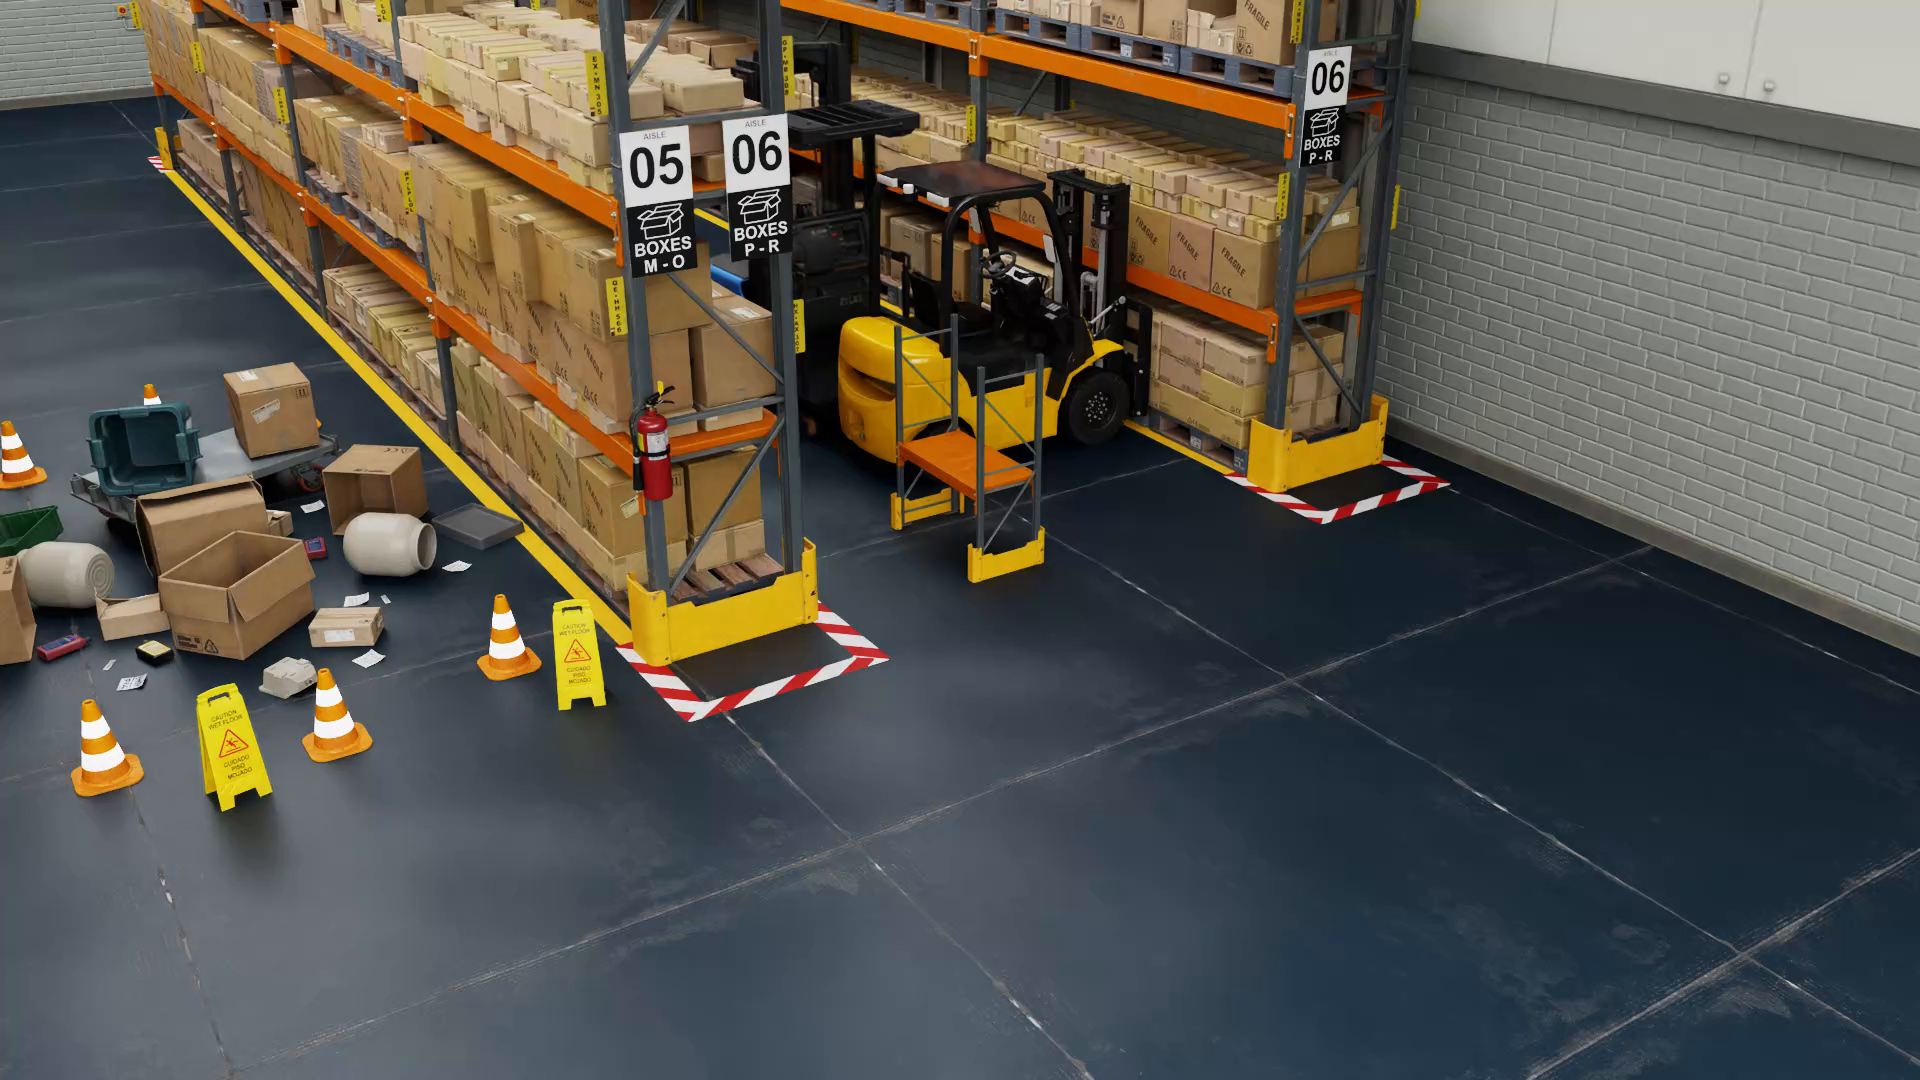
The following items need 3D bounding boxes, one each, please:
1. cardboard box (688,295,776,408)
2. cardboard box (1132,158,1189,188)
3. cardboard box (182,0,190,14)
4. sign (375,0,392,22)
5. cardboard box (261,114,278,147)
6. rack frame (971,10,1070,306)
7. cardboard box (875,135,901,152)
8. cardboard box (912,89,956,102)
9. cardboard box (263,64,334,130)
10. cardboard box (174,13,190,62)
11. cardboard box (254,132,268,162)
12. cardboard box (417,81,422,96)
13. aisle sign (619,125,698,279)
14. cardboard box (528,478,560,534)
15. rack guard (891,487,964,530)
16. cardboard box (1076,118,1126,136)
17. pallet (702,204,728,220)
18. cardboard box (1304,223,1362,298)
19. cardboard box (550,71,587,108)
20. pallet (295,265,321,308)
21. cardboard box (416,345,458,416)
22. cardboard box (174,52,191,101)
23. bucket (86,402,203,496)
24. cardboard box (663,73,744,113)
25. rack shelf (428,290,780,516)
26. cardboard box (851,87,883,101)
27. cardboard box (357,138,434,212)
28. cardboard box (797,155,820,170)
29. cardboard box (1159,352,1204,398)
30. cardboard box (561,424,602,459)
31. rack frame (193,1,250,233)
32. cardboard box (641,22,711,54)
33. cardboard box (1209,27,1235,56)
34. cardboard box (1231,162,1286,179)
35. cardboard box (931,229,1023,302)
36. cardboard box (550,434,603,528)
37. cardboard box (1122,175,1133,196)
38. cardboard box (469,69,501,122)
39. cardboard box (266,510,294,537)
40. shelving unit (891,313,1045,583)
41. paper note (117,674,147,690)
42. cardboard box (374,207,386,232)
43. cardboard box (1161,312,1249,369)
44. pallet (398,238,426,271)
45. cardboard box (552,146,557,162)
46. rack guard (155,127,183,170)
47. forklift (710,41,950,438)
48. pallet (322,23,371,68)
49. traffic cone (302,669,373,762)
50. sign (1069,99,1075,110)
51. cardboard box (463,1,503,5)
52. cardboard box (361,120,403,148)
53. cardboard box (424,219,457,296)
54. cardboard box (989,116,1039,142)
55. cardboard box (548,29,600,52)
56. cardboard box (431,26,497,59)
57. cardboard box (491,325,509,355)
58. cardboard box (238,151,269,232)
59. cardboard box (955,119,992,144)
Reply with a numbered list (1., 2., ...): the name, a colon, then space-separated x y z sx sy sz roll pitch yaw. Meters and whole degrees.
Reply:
1. cardboard box: -1.449 -1.161 10.193 0.500 0.500 0.500 -16 30 -30
2. cardboard box: 1.581 -2.891 13.097 0.380 0.149 0.250 -15 29 -29
3. cardboard box: -8.743 -6.164 19.208 0.380 0.149 0.250 -16 30 -30
4. sign: -4.070 -3.816 11.702 0.100 0.325 0.005 -16 29 -30
5. cardboard box: -6.551 -4.064 16.397 0.500 0.250 0.500 -16 30 -31
6. rack frame: 0.550 -3.336 15.266 1.000 3.000 0.127 -16 29 -30
7. cardboard box: -0.493 -3.977 16.214 0.500 0.250 0.500 -15 29 -29
8. cardboard box: -0.255 -4.407 16.657 0.380 0.149 0.250 -15 29 -29
9. cardboard box: -6.292 -4.230 15.872 0.500 0.500 0.500 -16 30 -31
10. cardboard box: -8.733 -5.825 19.249 0.500 0.500 0.500 -16 30 -30
11. cardboard box: -6.838 -4.025 16.900 0.500 0.250 0.500 -16 30 -30
12. cardboard box: -3.643 -3.251 11.865 0.380 0.149 0.250 -16 30 -30
13. aisle sign: -1.632 -1.834 9.037 0.394 0.787 0.004 -16 29 -30
14. cardboard box: -2.656 -0.294 11.550 0.500 0.250 0.500 -17 30 -31
15. rack guard: -0.230 -0.264 11.979 0.587 0.250 0.087 -16 29 -30
16. cardboard box: 1.235 -3.575 14.546 0.380 0.149 0.250 -16 30 -30
17. pallet: -2.672 -4.218 20.400 1.003 0.211 1.213 -16 29 -30
18. cardboard box: 2.696 -2.193 12.727 0.500 0.500 0.500 -14 29 -28
19. cardboard box: -2.119 -2.591 9.535 0.380 0.149 0.250 -16 30 -30
20. pallet: -6.158 -2.648 17.074 1.003 0.211 1.213 -16 29 -30
21. cardboard box: -3.895 -1.367 13.681 0.950 0.372 0.625 -15 29 -29
22. cardboard box: -9.014 -5.550 19.839 0.500 0.500 0.500 -16 30 -30
23. bucket: -5.693 -0.684 11.702 0.726 0.611 0.620 -6 16 -12
24. cardboard box: -1.446 -2.526 9.396 0.380 0.149 0.250 -16 30 -30
25. rack shelf: -2.515 -1.138 11.451 1.077 0.370 4.000 -16 29 -30
26. cardboard box: -0.993 -4.464 16.778 0.380 0.149 0.250 -15 29 -29
27. cardboard box: -4.600 -3.023 13.644 0.500 0.500 0.500 -14 29 -28
28. cardboard box: -1.657 -4.379 19.152 0.380 0.149 0.250 -14 29 -27
29. cardboard box: 1.941 -1.361 13.226 0.500 0.250 0.500 -16 30 -30
30. cardboard box: -2.336 -0.668 10.705 0.380 0.149 0.250 -15 29 -28
31. rack frame: -7.974 -5.040 18.875 1.000 3.000 0.127 -16 29 -30
32. cardboard box: -3.458 -6.023 20.347 0.700 0.500 0.500 -15 29 -29
33. cardboard box: 2.027 -3.609 12.016 0.380 0.149 0.250 -16 30 -31
34. cardboard box: 2.336 -2.833 12.975 0.380 0.149 0.250 -15 29 -29
35. cardboard box: 0.256 -2.637 16.073 0.875 0.625 0.625 -14 29 -27
36. cardboard box: -2.367 -0.445 10.992 0.500 0.500 0.500 -14 29 -28
37. cardboard box: 1.528 -2.866 13.394 0.380 0.149 0.250 -16 30 -30
38. cardboard box: -2.767 -2.836 10.519 0.500 0.250 0.500 -15 29 -29
39. cardboard box: -4.960 -0.150 11.720 0.396 0.266 0.258 7 26 15
40. shelving unit: 0.042 -0.651 11.334 0.587 1.500 1.083 -16 29 -30
41. paper note: -4.926 0.844 9.891 0.144 0.017 0.142 -6 26 -12
42. cardboard box: -4.561 -2.647 13.608 0.380 0.149 0.250 -15 29 -29
43. cardboard box: 1.937 -1.578 13.099 0.500 0.250 0.500 -15 29 -29
44. pallet: -3.902 -2.399 13.505 1.003 0.211 1.213 -16 29 -30
45. cardboard box: -2.215 -2.343 9.943 0.380 0.149 0.250 -15 29 -29
46. rack guard: -10.171 -5.349 22.457 1.175 0.500 0.348 -16 29 -30
47. forklift: -0.999 -2.386 13.334 1.130 2.935 3.031 -18 30 -33
48. pallet: -4.423 -4.066 13.518 1.213 0.211 1.003 -16 29 -30
49. traffic cone: -3.483 0.927 9.207 0.336 0.463 0.334 -16 29 -30
50. sign: 1.014 -3.894 15.340 0.100 0.325 0.005 -16 29 -30
51. cardboard box: -3.868 -4.141 13.140 0.500 0.250 0.500 -16 30 -30
52. cardboard box: -4.605 -3.290 13.450 0.380 0.149 0.250 -17 30 -32
53. cardboard box: -3.600 -2.136 12.257 0.500 0.500 0.500 -16 29 -30
54. cardboard box: 0.475 -3.626 14.655 0.380 0.149 0.250 -15 29 -29
55. cardboard box: -2.486 -3.271 10.974 0.380 0.149 0.250 -15 29 -29
56. cardboard box: -3.284 -3.310 11.057 0.380 0.149 0.250 -16 30 -30
57. cardboard box: -3.013 -1.418 11.496 0.380 0.149 0.250 -15 29 -29
58. cardboard box: -7.569 -4.066 18.808 0.875 0.875 0.875 -15 29 -28
59. cardboard box: 0.177 -3.745 15.256 0.380 0.149 0.250 -14 29 -28
